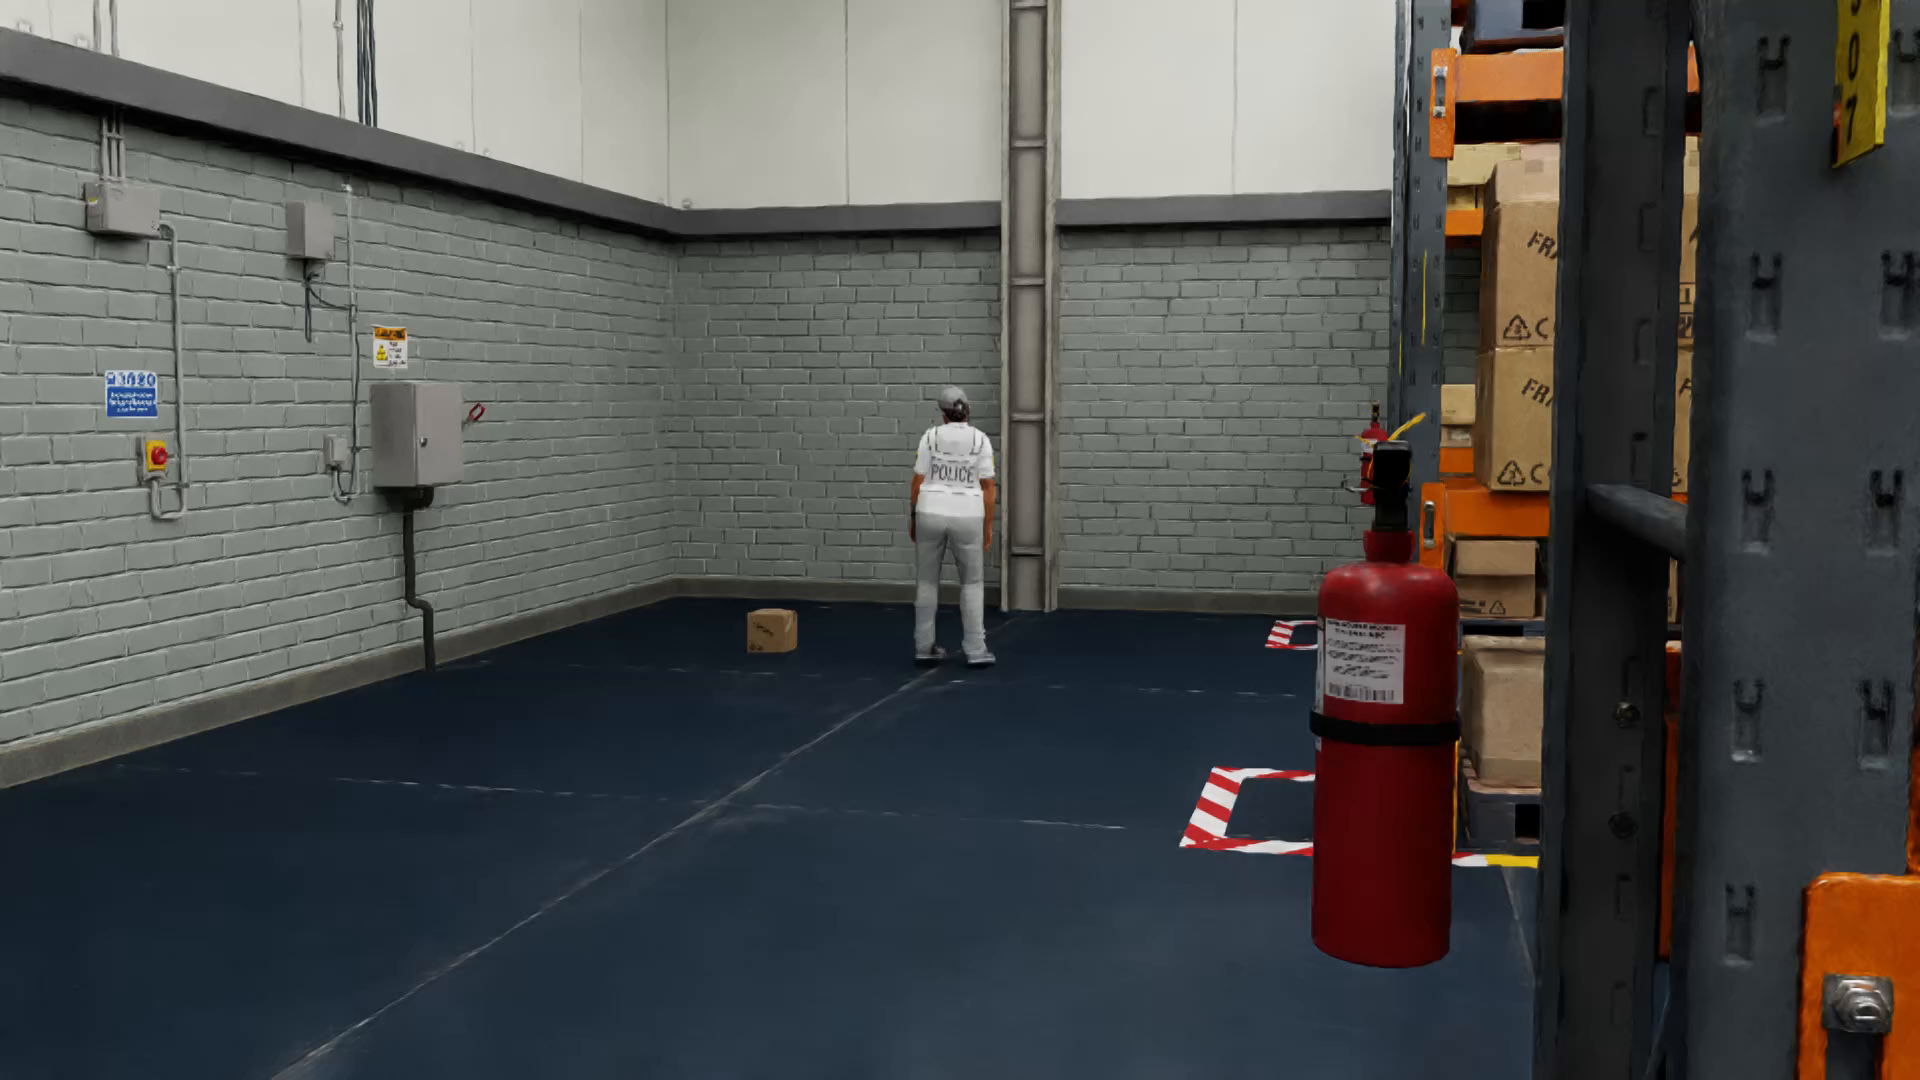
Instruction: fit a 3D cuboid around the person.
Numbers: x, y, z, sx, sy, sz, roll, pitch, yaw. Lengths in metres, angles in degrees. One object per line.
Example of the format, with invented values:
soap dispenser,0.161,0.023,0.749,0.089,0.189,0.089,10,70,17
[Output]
person,-0.050,-0.084,10.018,0.529,1.675,0.393,0,5,3
